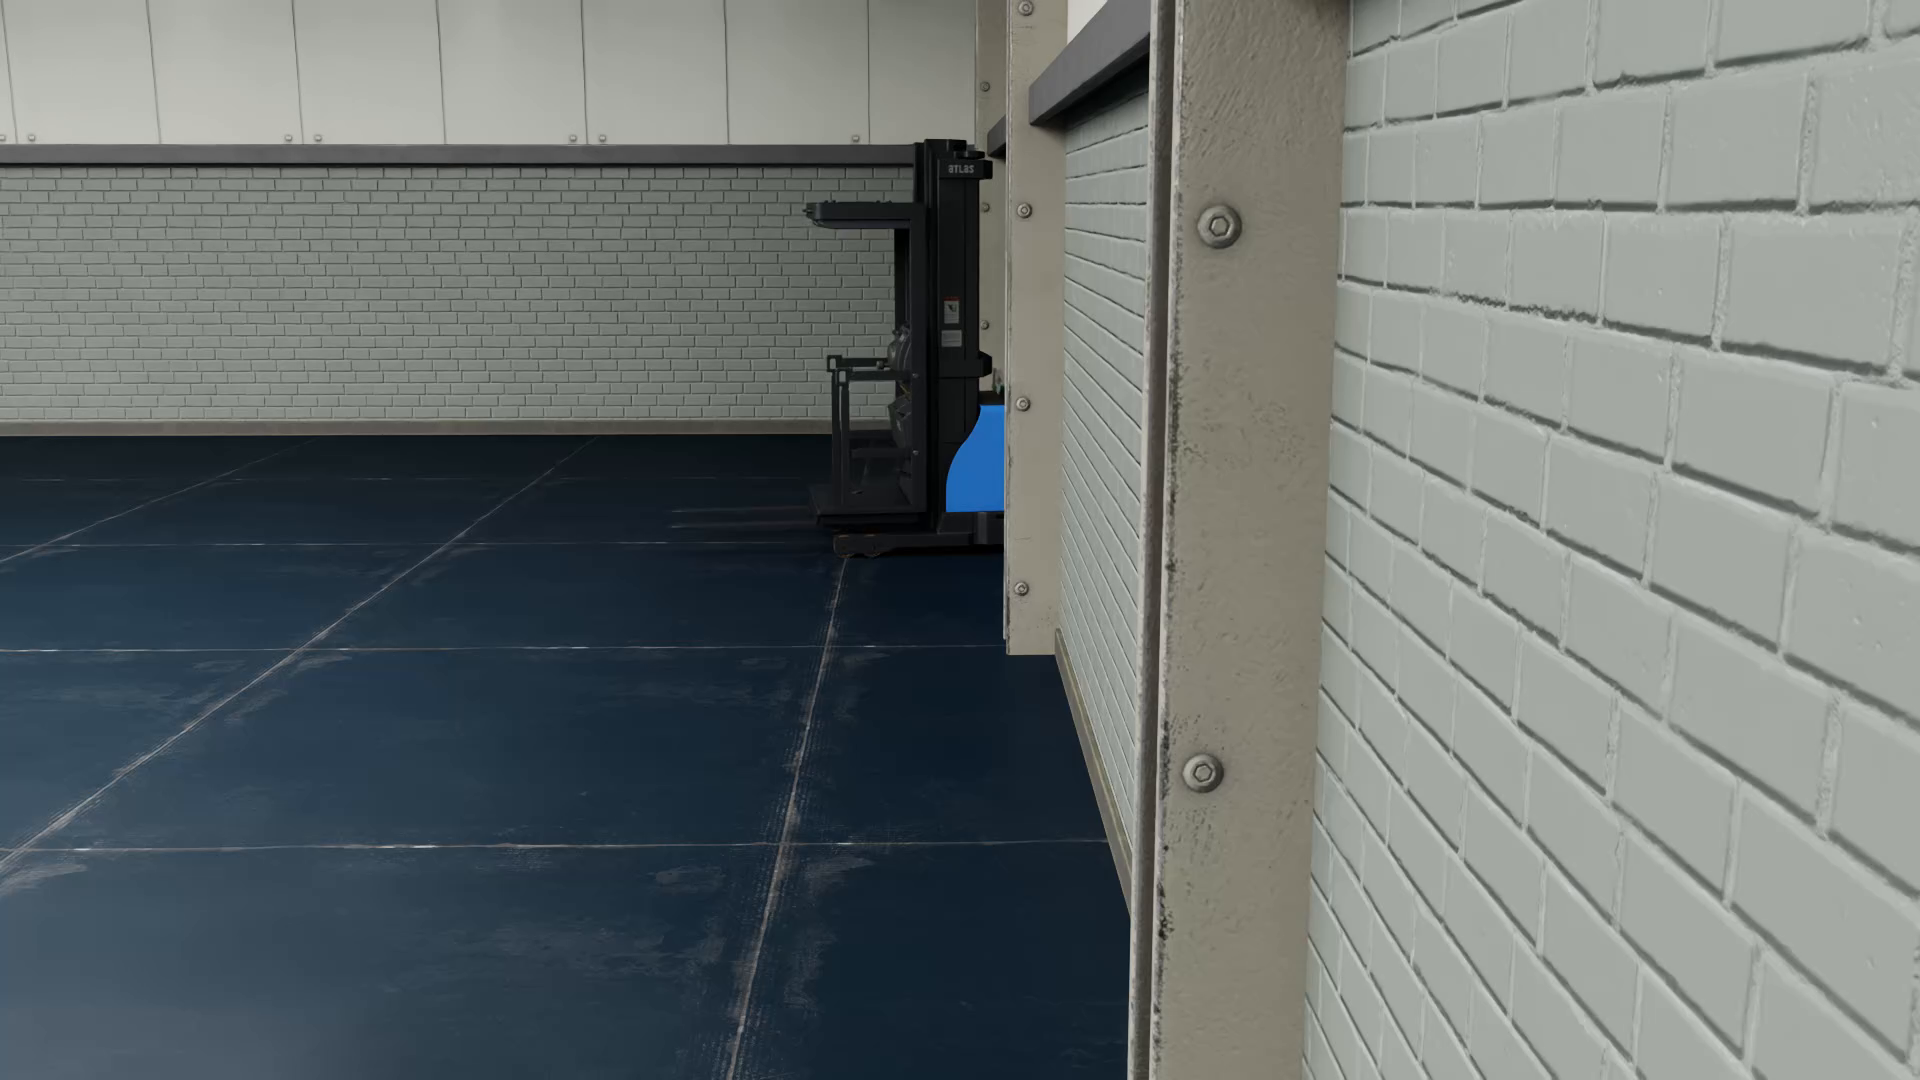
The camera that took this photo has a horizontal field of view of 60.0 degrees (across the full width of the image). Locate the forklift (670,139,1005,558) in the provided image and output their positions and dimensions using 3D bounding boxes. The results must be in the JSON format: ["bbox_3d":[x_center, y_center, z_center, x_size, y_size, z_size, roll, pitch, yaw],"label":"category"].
[{"bbox_3d":[-0.620,-1.419,12.180,3.031,2.935,1.130,-2,12,-8],"label":"forklift"}]

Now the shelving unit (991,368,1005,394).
[{"bbox_3d":[0.354,-0.687,12.613,0.258,1.200,0.503,3,7,-3],"label":"shelving unit"}]

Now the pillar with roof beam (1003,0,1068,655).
[{"bbox_3d":[-3.891,-3.786,8.587,9.100,9.000,0.400,0,11,-1],"label":"pillar with roof beam"}]

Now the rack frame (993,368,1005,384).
[{"bbox_3d":[0.341,-0.718,12.854,0.240,1.200,0.015,3,7,-3],"label":"rack frame"}]

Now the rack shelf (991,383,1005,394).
[{"bbox_3d":[0.378,-1.099,12.560,0.258,0.148,0.480,3,7,-3],"label":"rack shelf"}]

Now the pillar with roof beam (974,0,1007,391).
[{"bbox_3d":[-4.015,-4.979,14.466,9.100,9.000,0.400,0,11,-1],"label":"pillar with roof beam"}]

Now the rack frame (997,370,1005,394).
[{"bbox_3d":[0.366,-0.655,12.371,0.240,1.200,0.015,3,7,-3],"label":"rack frame"}]
